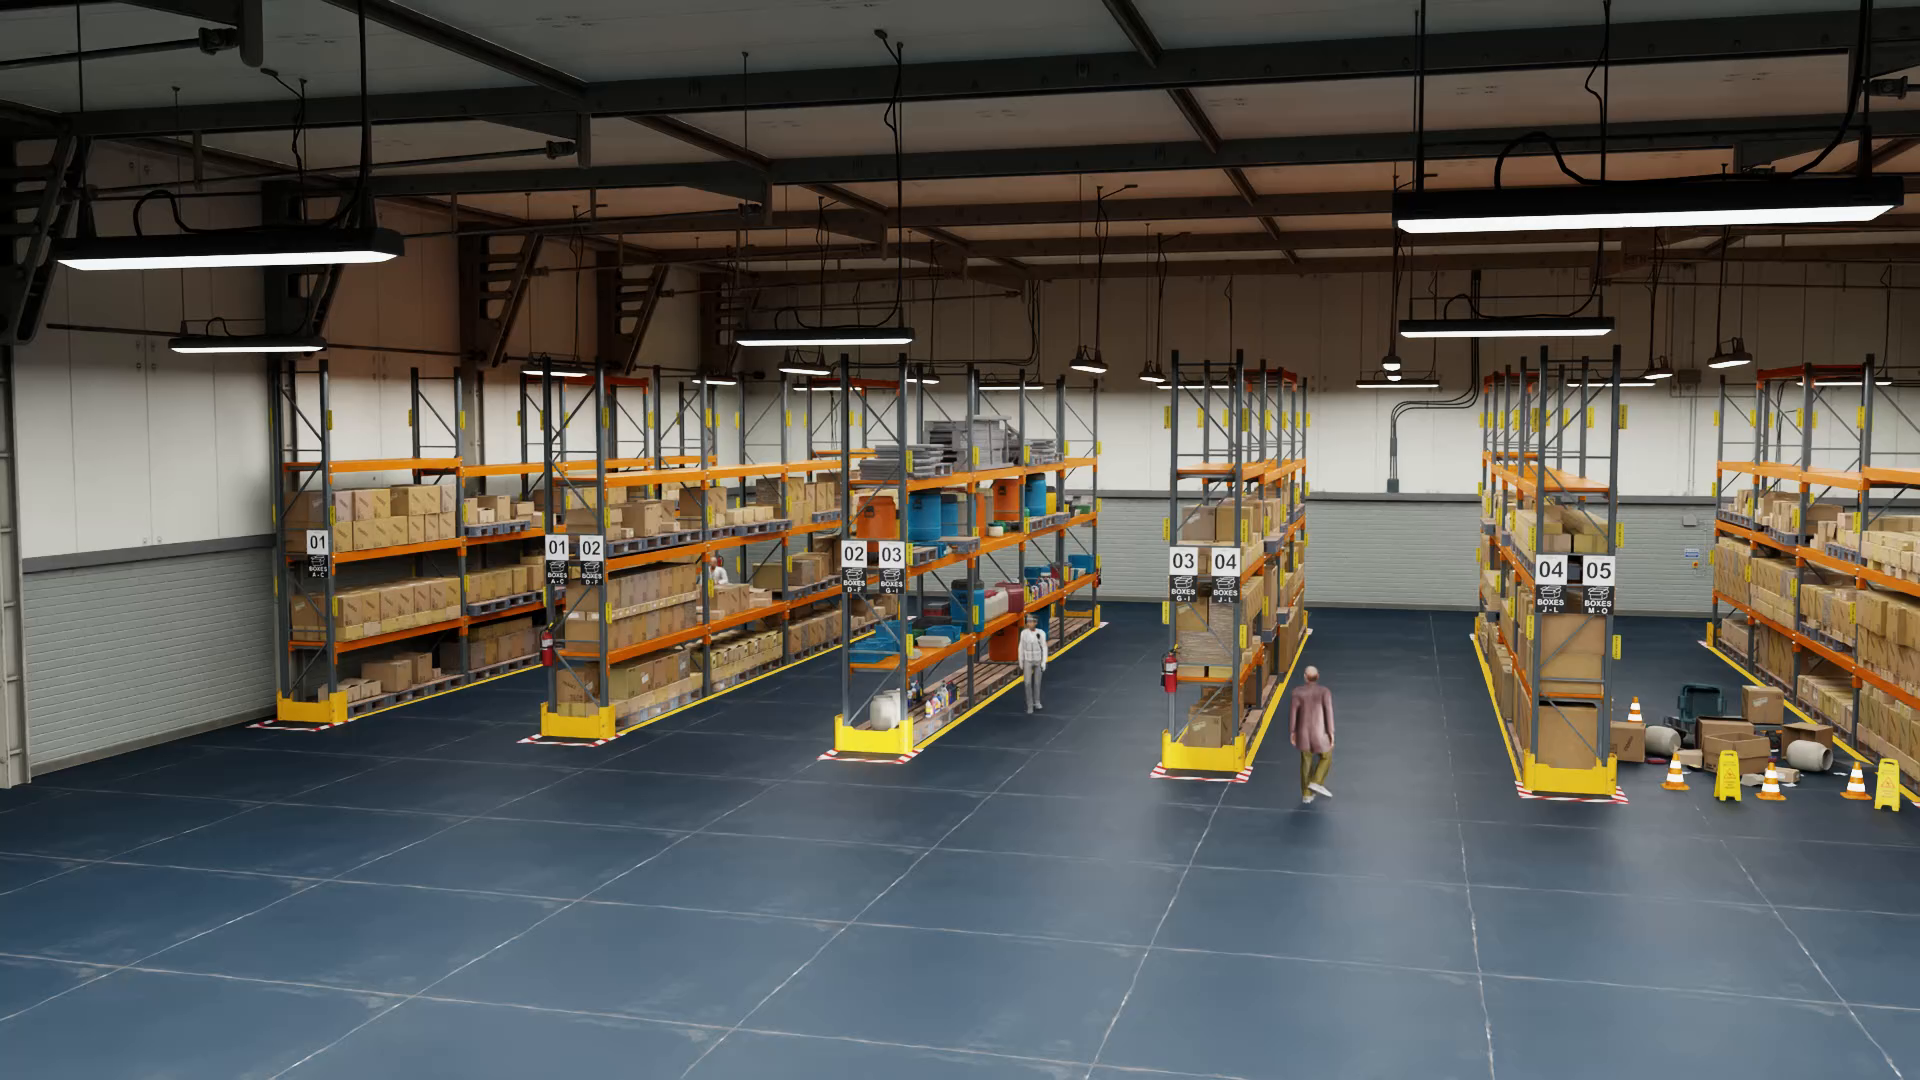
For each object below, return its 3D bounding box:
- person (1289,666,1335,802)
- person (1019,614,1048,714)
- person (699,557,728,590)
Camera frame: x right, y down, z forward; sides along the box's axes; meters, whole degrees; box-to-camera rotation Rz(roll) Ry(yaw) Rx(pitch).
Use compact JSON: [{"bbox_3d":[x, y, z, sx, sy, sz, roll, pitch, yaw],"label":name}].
[{"bbox_3d":[4.617,2.541,21.806,0.619,1.769,0.555,2,5,28],"label":"person"},{"bbox_3d":[1.261,2.142,28.630,0.512,1.753,0.636,0,4,3],"label":"person"},{"bbox_3d":[-5.897,1.283,39.811,0.726,1.782,0.997,0,4,3],"label":"person"}]
